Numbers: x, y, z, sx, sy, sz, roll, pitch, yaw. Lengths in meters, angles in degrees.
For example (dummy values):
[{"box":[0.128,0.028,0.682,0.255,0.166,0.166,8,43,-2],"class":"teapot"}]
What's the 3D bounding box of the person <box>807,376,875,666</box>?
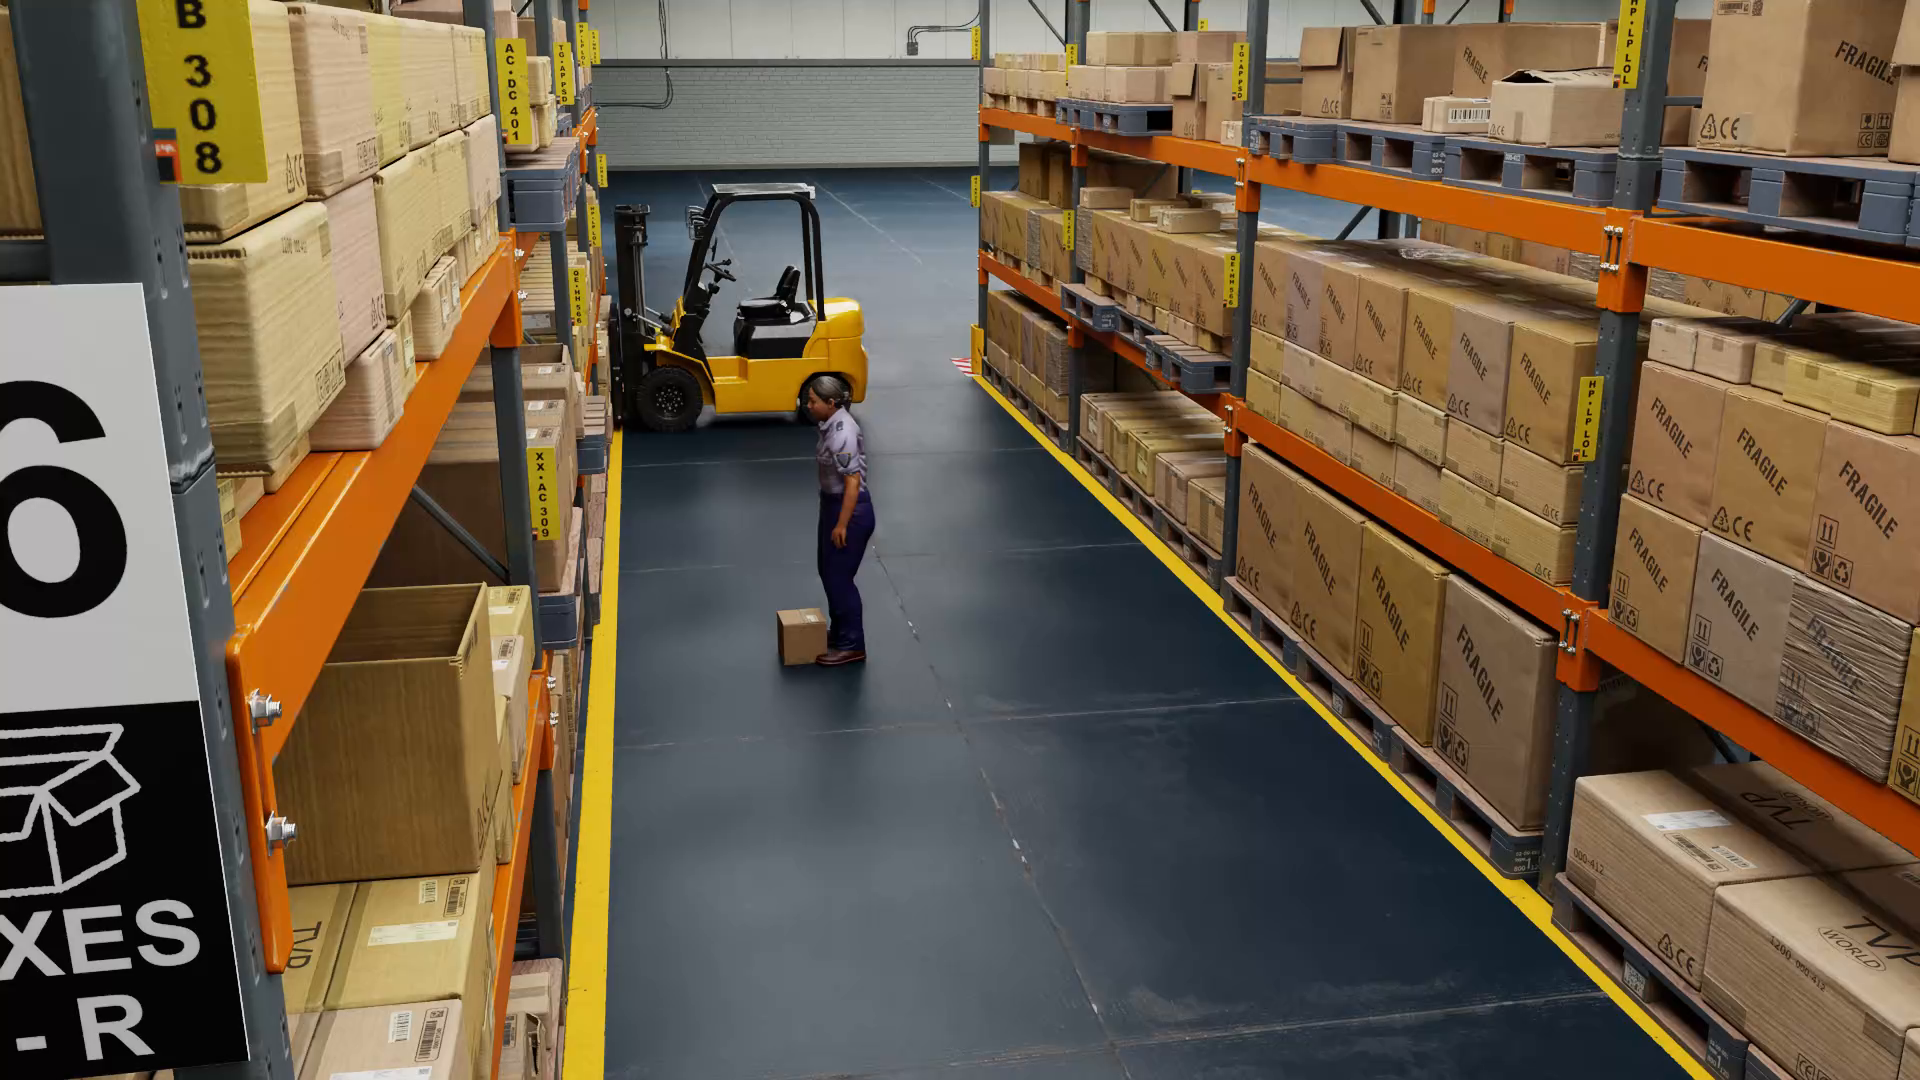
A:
[{"box":[-0.682,-0.130,9.492,0.373,1.651,0.537,-3,17,-11],"class":"person"}]
